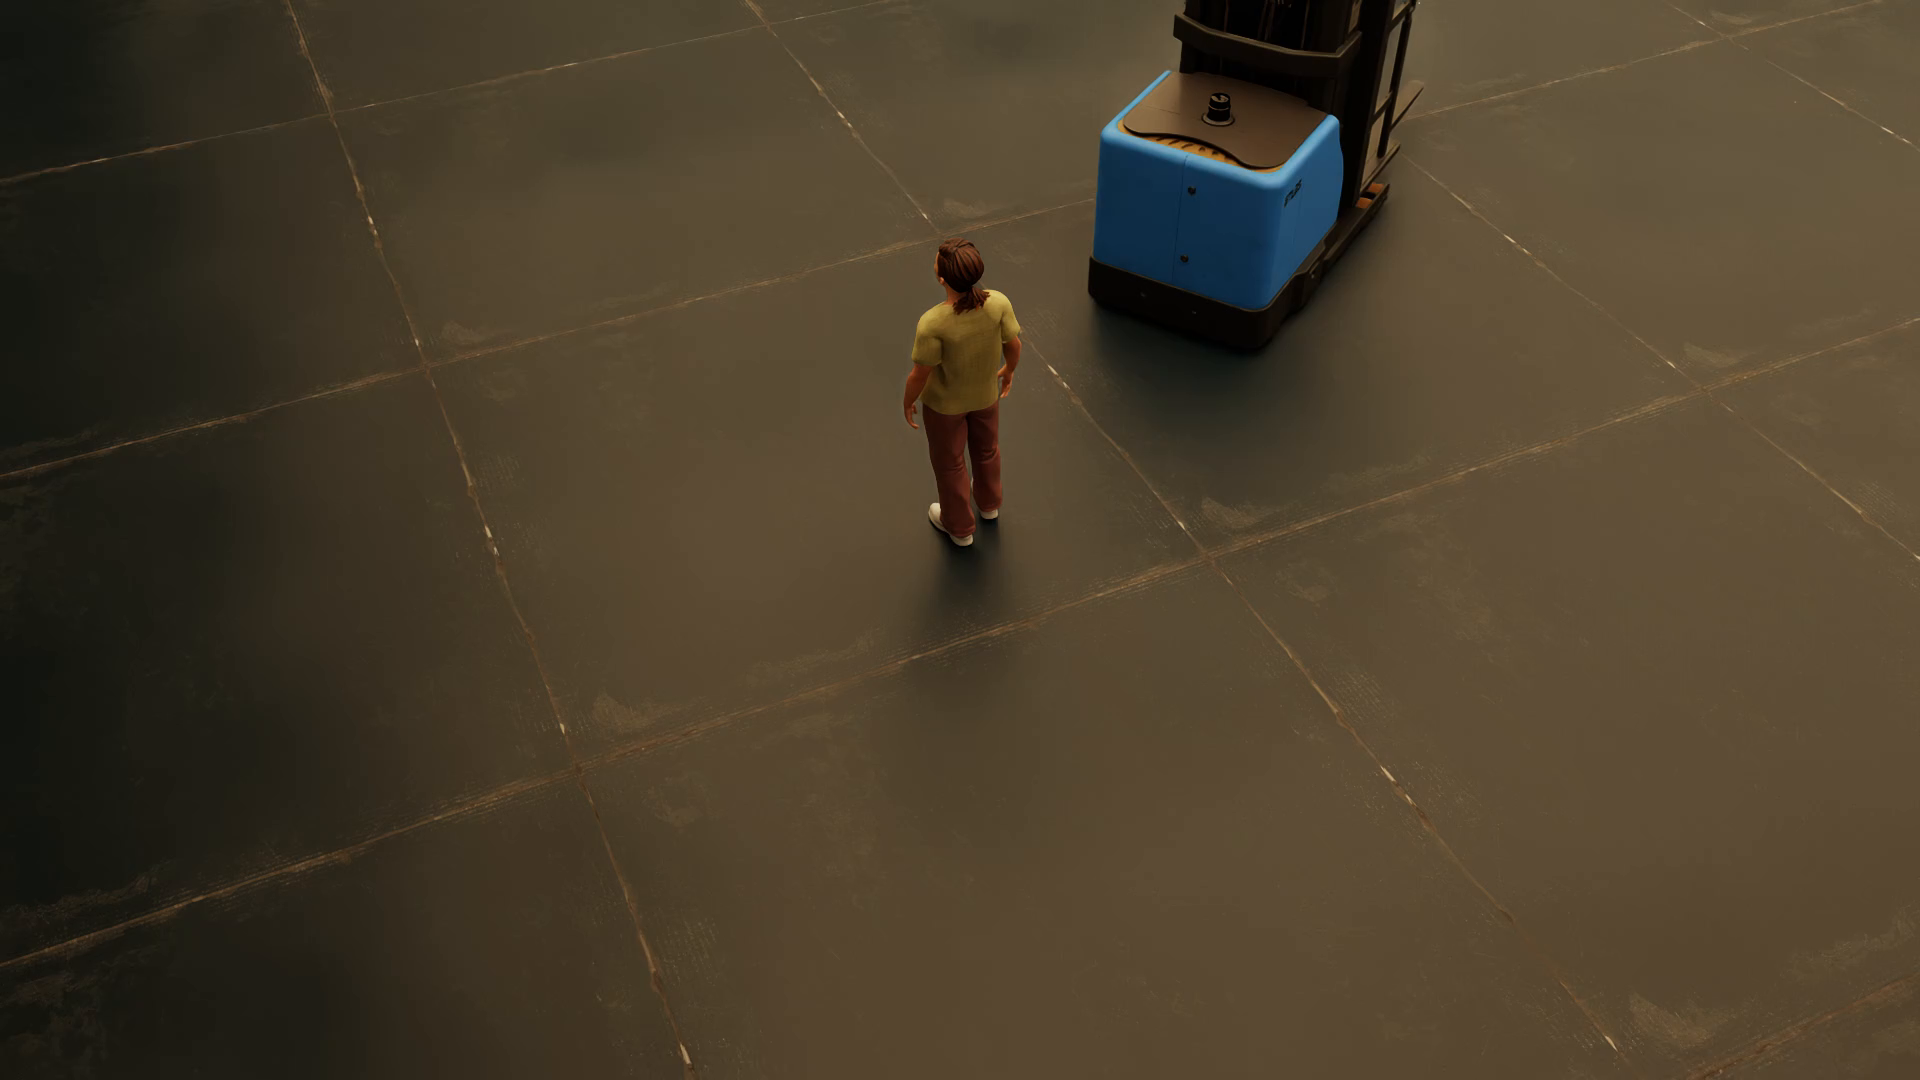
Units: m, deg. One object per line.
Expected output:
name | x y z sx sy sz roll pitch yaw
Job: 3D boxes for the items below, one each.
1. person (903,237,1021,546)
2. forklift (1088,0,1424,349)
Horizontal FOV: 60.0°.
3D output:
person | -0.021 -0.666 7.304 0.555 1.675 0.549 -18 46 -18
forklift | 1.900 -3.073 8.973 1.130 2.935 3.031 22 47 22
